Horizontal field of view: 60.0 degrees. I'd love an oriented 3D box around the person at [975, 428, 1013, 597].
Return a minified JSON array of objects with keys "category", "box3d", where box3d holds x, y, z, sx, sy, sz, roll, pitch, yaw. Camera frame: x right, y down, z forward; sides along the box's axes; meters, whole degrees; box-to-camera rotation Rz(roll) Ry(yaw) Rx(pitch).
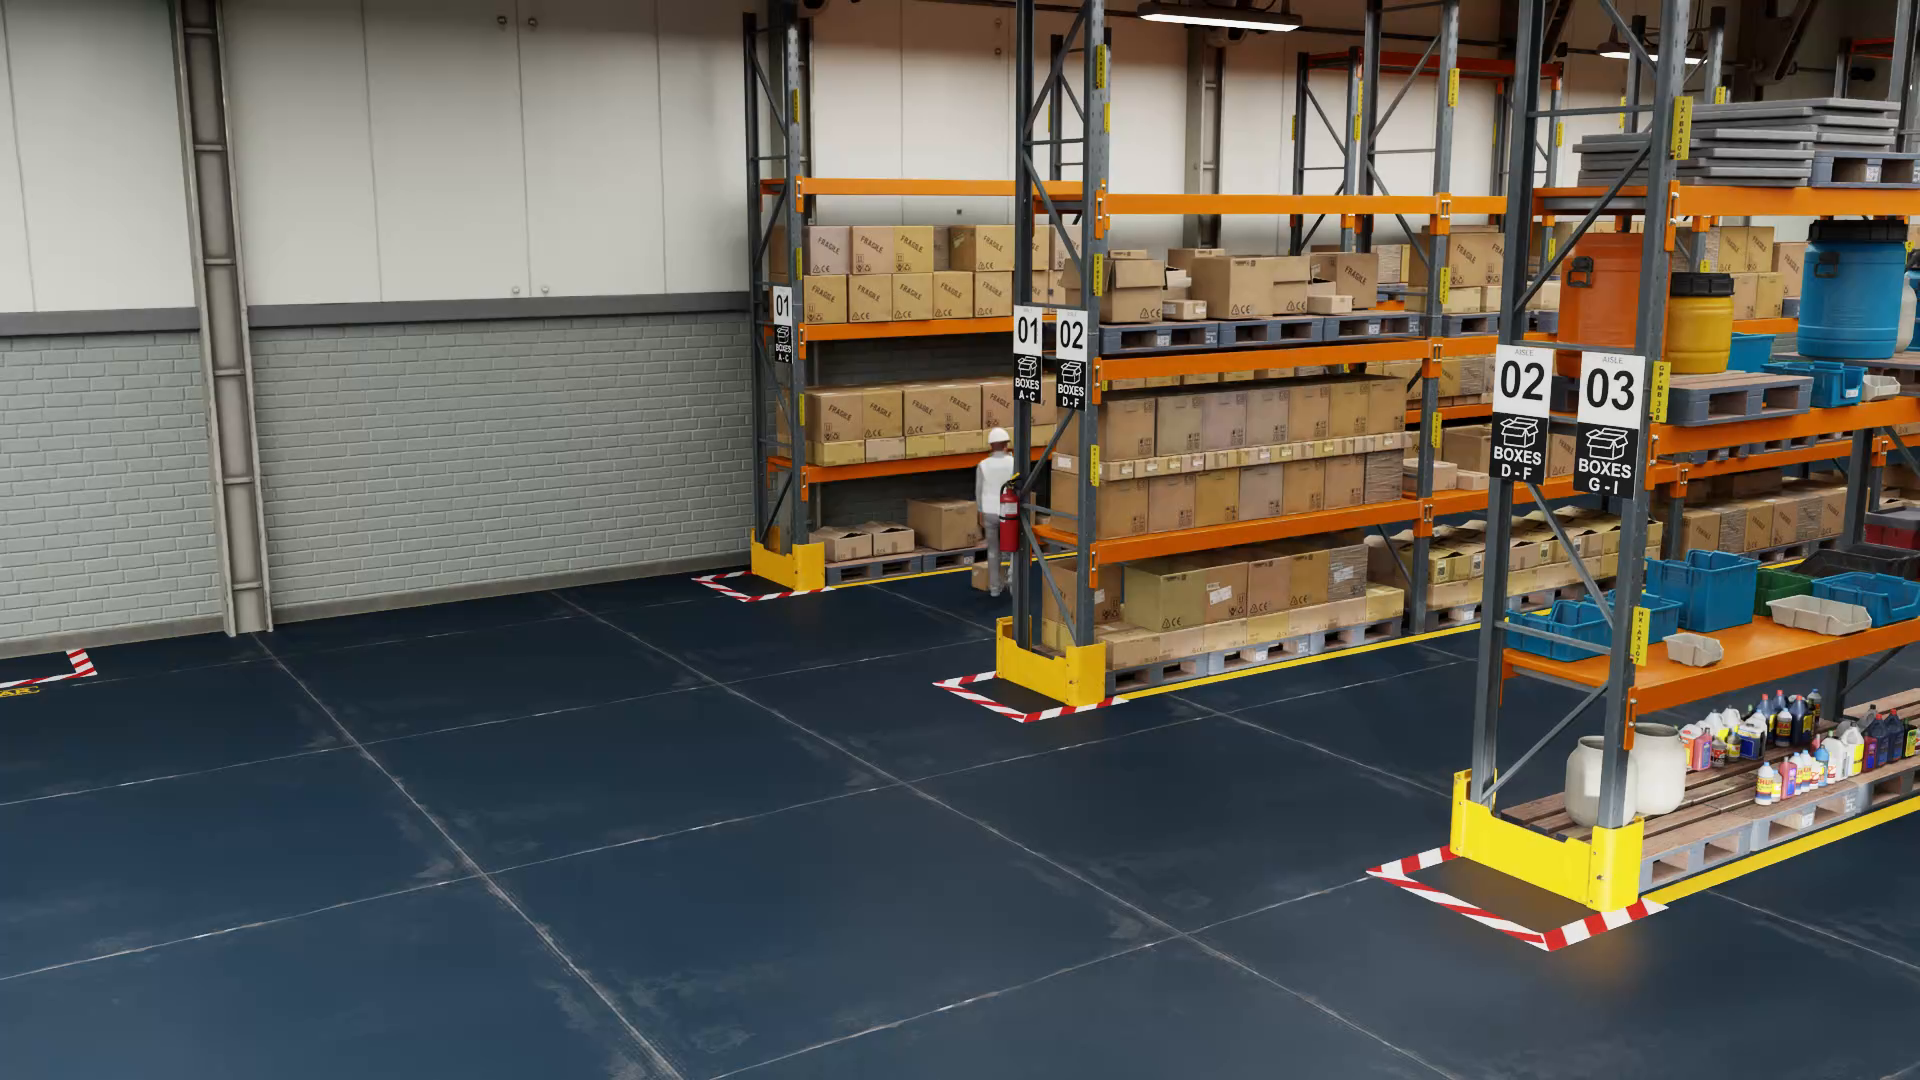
[{"category":"person","box3d":[0.441,-0.276,17.204,0.567,1.769,0.562,2,11,12]}]
